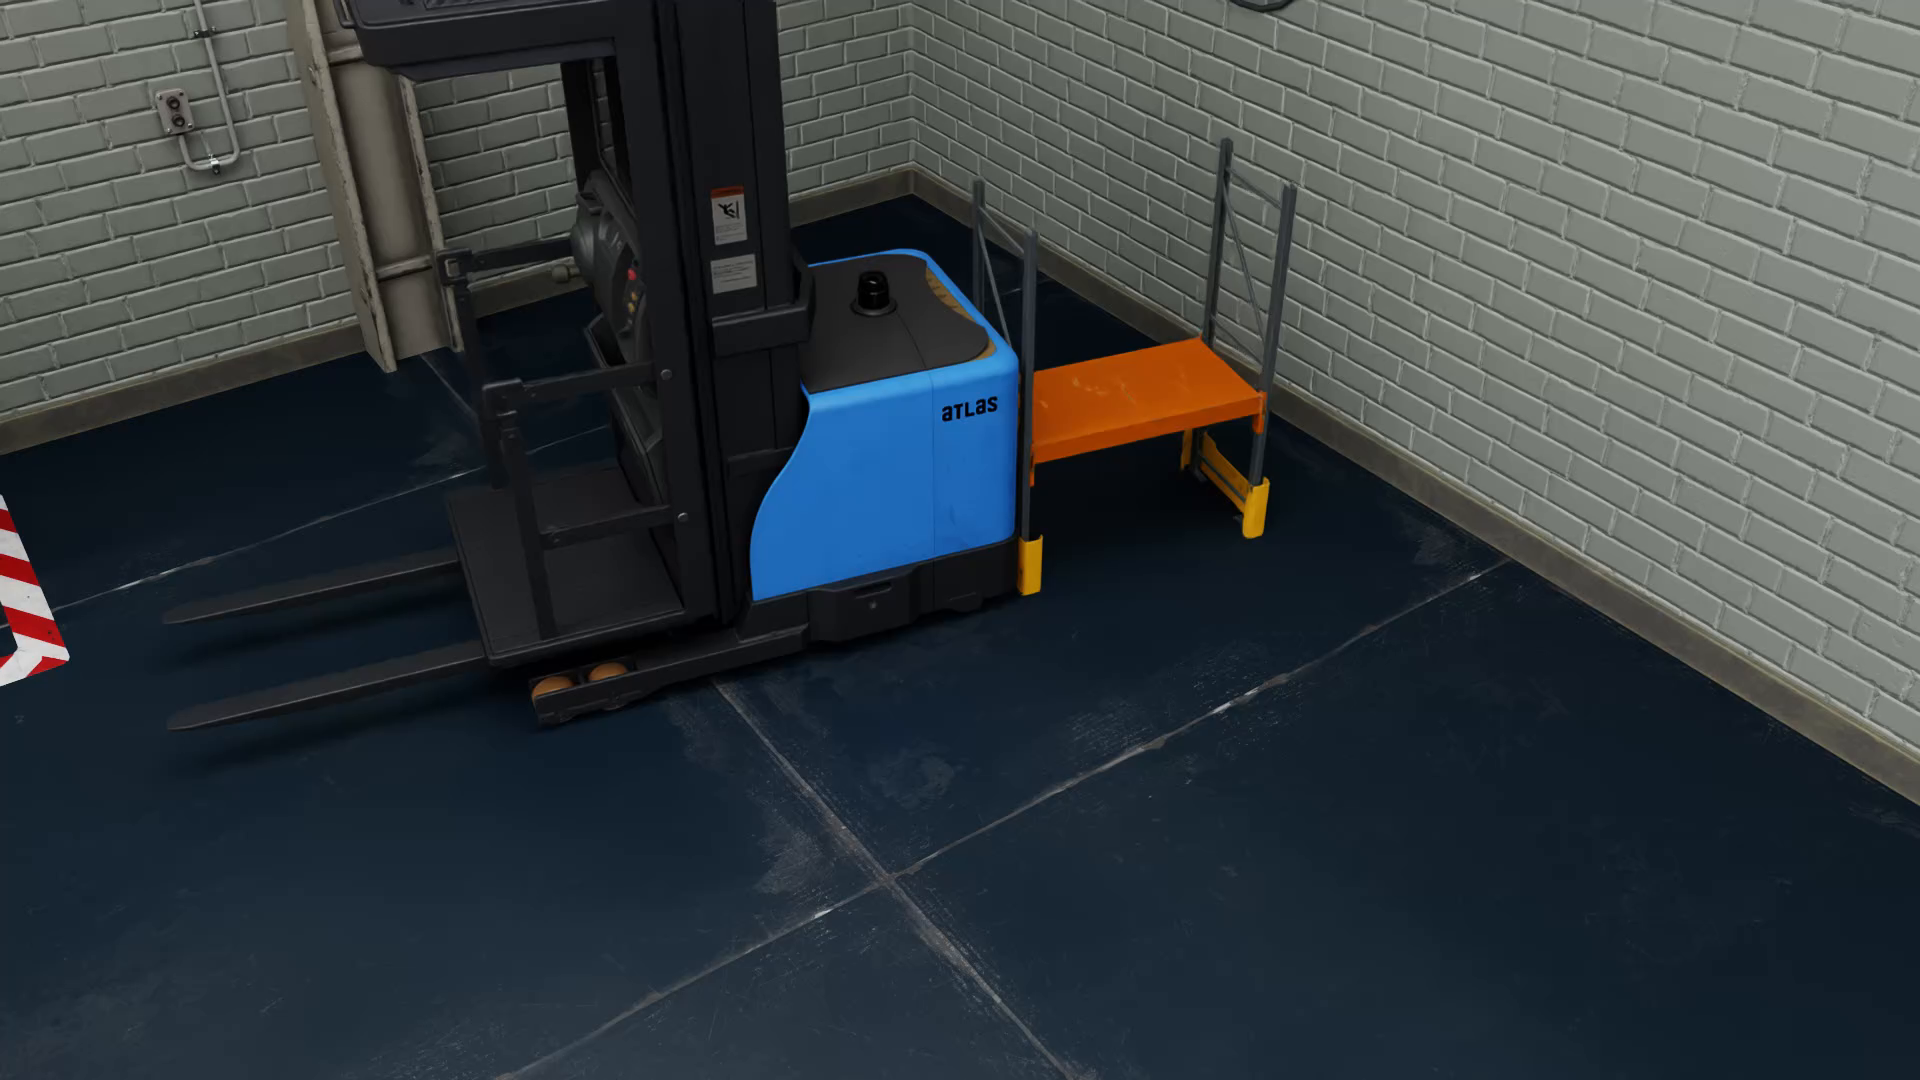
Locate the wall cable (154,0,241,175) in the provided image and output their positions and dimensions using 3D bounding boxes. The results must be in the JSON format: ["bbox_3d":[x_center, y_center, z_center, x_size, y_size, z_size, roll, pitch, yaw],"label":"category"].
[{"bbox_3d":[-3.840,-2.117,6.255,1.851,1.984,0.084,-22,41,-28],"label":"wall cable"}]

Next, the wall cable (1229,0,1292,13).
[{"bbox_3d":[0.487,-3.730,6.888,0.112,2.526,3.097,-22,41,-28],"label":"wall cable"}]

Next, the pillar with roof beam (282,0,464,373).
[{"bbox_3d":[-0.153,-2.525,2.553,0.400,9.000,9.100,-22,41,-28],"label":"pillar with roof beam"}]

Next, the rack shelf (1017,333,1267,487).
[{"bbox_3d":[0.625,-0.521,6.498,1.000,0.185,0.538,-13,38,-18],"label":"rack shelf"}]

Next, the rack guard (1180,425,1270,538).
[{"bbox_3d":[1.095,-0.272,6.914,0.087,0.250,0.587,-13,38,-18],"label":"rack guard"}]

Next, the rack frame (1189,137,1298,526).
[{"bbox_3d":[1.096,-0.780,6.549,0.032,1.500,0.500,-13,38,-18],"label":"rack frame"}]

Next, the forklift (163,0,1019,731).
[{"bbox_3d":[-1.346,-0.895,5.484,3.031,2.935,1.130,-13,38,-18],"label":"forklift"}]

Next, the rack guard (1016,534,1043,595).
[{"bbox_3d":[0.173,-0.052,6.608,0.087,0.250,0.587,-13,38,-18],"label":"rack guard"}]

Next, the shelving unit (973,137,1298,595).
[{"bbox_3d":[0.634,-0.669,6.396,1.083,1.500,0.587,-13,38,-18],"label":"shelving unit"}]

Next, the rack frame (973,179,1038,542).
[{"bbox_3d":[0.155,-0.555,6.237,0.032,1.500,0.500,-13,38,-18],"label":"rack frame"}]
